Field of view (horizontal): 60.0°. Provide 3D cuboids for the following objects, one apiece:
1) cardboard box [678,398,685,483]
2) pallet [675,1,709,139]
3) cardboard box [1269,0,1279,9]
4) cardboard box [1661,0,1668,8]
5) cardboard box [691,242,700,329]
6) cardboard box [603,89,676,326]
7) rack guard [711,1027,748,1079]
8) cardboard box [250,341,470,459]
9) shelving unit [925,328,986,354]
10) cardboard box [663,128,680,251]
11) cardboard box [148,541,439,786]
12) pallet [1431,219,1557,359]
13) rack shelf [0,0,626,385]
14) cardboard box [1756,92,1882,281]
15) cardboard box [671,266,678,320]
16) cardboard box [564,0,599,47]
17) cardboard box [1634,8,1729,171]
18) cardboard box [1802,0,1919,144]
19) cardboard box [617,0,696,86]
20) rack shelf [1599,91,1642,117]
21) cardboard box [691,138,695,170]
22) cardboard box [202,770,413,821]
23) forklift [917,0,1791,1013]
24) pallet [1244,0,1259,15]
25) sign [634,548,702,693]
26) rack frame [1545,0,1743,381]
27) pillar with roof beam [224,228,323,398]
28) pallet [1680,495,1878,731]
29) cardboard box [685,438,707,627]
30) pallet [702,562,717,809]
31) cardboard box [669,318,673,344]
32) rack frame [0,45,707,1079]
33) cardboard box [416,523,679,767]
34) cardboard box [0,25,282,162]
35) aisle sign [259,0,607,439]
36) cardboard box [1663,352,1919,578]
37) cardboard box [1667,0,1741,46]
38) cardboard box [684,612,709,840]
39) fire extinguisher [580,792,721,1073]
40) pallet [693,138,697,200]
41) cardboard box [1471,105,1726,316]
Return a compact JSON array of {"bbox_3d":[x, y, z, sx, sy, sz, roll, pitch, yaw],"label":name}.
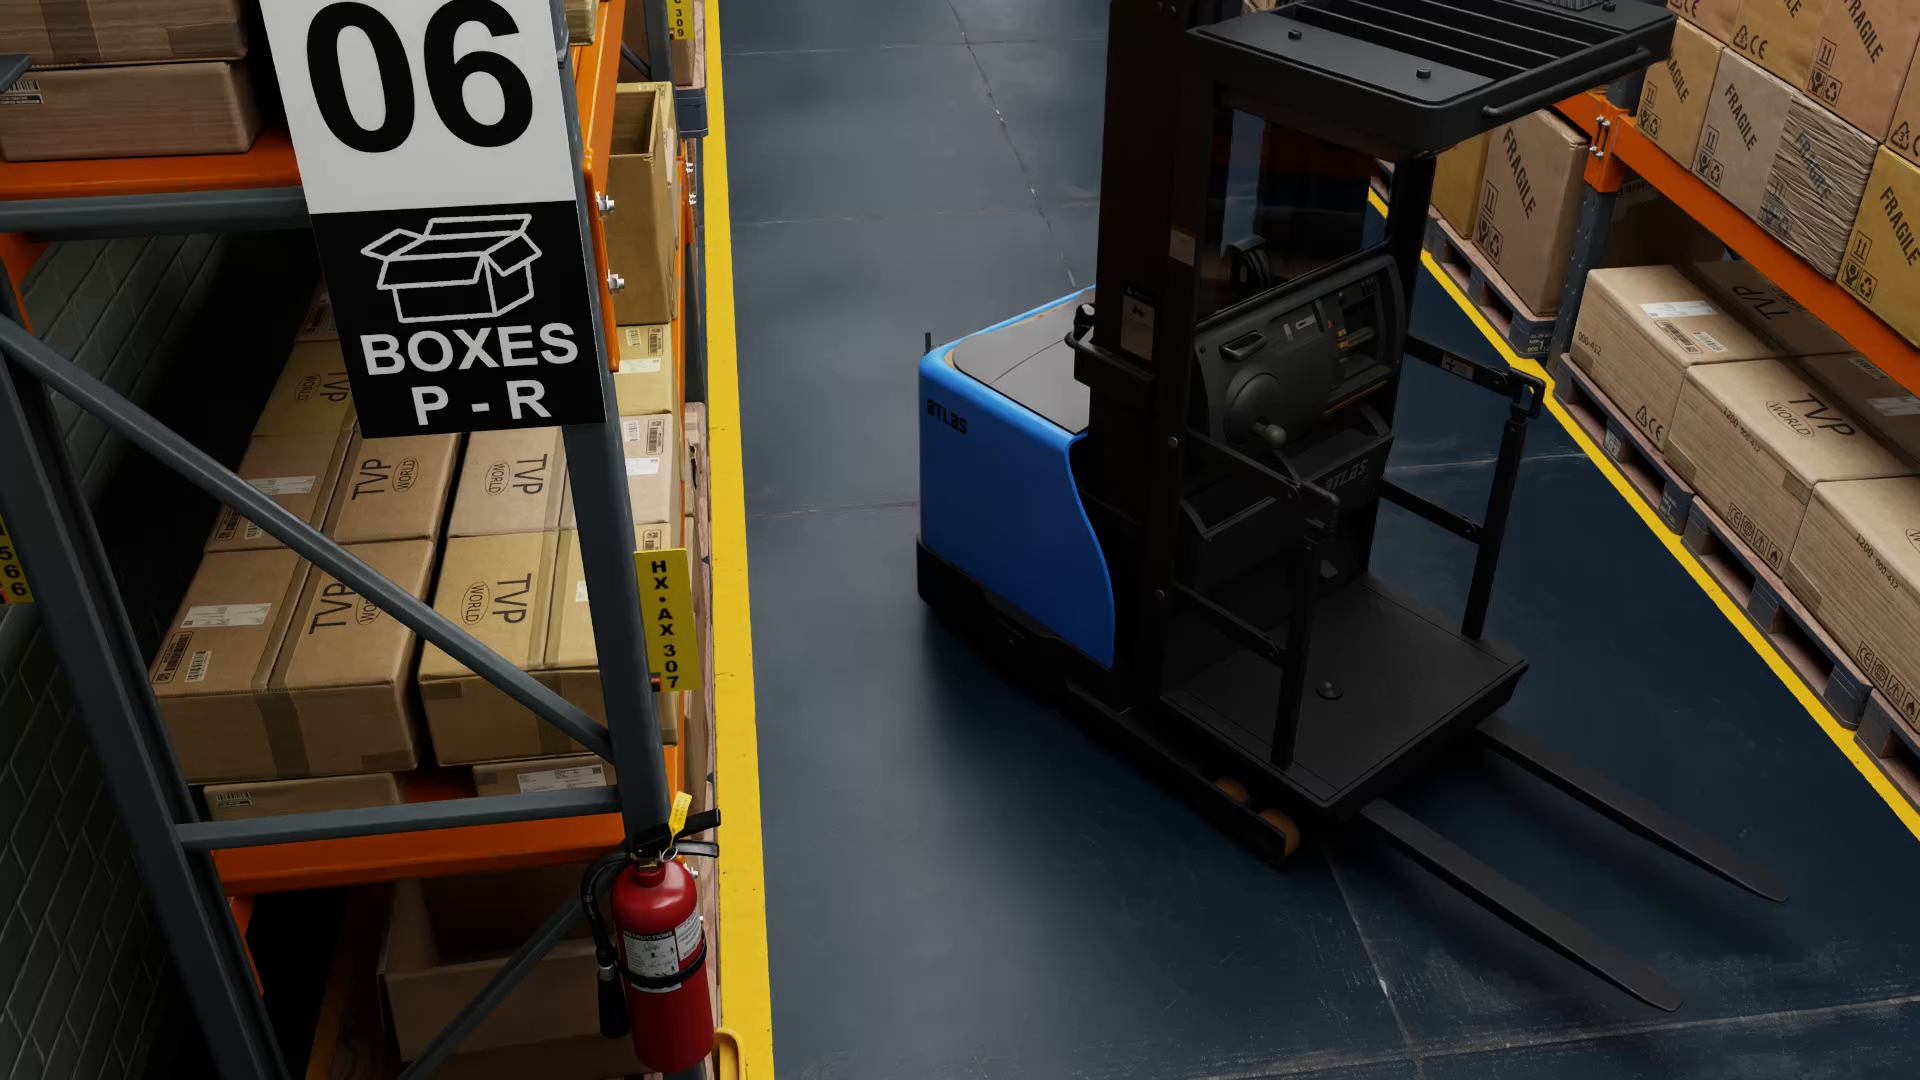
[{"bbox_3d":[-0.979,-0.271,4.707,0.380,0.149,0.250,-5,35,-8],"label":"cardboard box"},{"bbox_3d":[-1.620,-2.054,7.272,1.003,0.211,1.213,-4,35,-6],"label":"pallet"},{"bbox_3d":[2.694,-3.693,11.467,0.950,0.372,0.625,-7,35,-10],"label":"cardboard box"},{"bbox_3d":[2.998,-2.430,7.341,0.500,0.250,0.500,-4,35,-6],"label":"cardboard box"},{"bbox_3d":[-1.462,-1.107,7.558,0.500,0.500,0.500,-3,34,-4],"label":"cardboard box"},{"bbox_3d":[-1.078,-0.929,4.653,0.500,0.500,0.500,-4,34,-5],"label":"cardboard box"},{"bbox_3d":[-1.093,1.543,4.042,1.175,0.500,0.348,-4,35,-6],"label":"rack guard"},{"bbox_3d":[-1.537,-0.310,4.410,0.500,0.250,0.500,-3,34,-5],"label":"cardboard box"},{"bbox_3d":[0.001,-0.367,6.490,0.258,0.900,0.210,-4,35,-6],"label":"shelving unit"},{"bbox_3d":[-1.228,-1.196,5.711,0.500,0.250,0.500,-4,35,-6],"label":"cardboard box"},{"bbox_3d":[-1.407,0.255,3.581,0.500,0.250,0.500,-3,34,-5],"label":"cardboard box"},{"bbox_3d":[3.119,-1.330,8.514,1.003,0.211,1.213,-4,35,-6],"label":"pallet"},{"bbox_3d":[-1.351,-1.506,4.271,1.077,0.370,4.000,-4,35,-6],"label":"rack shelf"},{"bbox_3d":[3.226,-1.258,5.844,0.500,0.500,0.500,-4,34,-6],"label":"cardboard box"},{"bbox_3d":[-1.141,-0.841,5.544,0.380,0.149,0.250,-5,35,-7],"label":"cardboard box"},{"bbox_3d":[-0.871,-1.016,2.783,0.500,0.250,0.500,-5,35,-7],"label":"cardboard box"},{"bbox_3d":[3.101,-1.817,6.664,0.500,0.500,0.500,-3,34,-5],"label":"cardboard box"},{"bbox_3d":[3.241,-1.659,5.544,0.500,0.500,0.500,-4,34,-5],"label":"cardboard box"},{"bbox_3d":[-1.464,-2.181,6.826,0.700,0.500,0.500,-4,34,-5],"label":"cardboard box"},{"bbox_3d":[3.029,-2.957,8.891,0.919,0.124,3.809,-4,35,-6],"label":"rack shelf"},{"bbox_3d":[-1.758,-2.261,9.251,0.500,0.500,0.500,-3,34,-4],"label":"cardboard box"},{"bbox_3d":[-1.393,0.492,3.588,0.380,0.149,0.250,-5,35,-7],"label":"cardboard box"},{"bbox_3d":[1.182,-0.520,4.910,1.130,2.935,3.031,-26,42,-33],"label":"forklift"},{"bbox_3d":[2.656,-3.574,11.806,1.003,0.211,1.213,-4,35,-6],"label":"pallet"},{"bbox_3d":[-0.545,0.154,3.092,0.100,0.325,0.005,-4,35,-6],"label":"sign"},{"bbox_3d":[3.298,-2.058,7.106,1.000,3.000,0.127,-4,35,-6],"label":"rack frame"},{"bbox_3d":[1.846,-4.028,4.670,9.100,9.000,0.400,-4,35,-6],"label":"pillar with roof beam"},{"bbox_3d":[3.490,0.207,6.259,1.003,0.211,1.213,-4,35,-6],"label":"pallet"},{"bbox_3d":[-1.287,0.004,5.927,0.700,0.500,0.500,-6,35,-8],"label":"cardboard box"},{"bbox_3d":[-1.362,0.538,5.773,1.003,0.211,1.213,-4,35,-6],"label":"pallet"},{"bbox_3d":[-1.106,-0.630,4.880,0.500,0.250,0.500,-5,35,-8],"label":"cardboard box"},{"bbox_3d":[-1.082,0.552,3.276,1.000,3.000,0.127,-4,35,-6],"label":"rack frame"},{"bbox_3d":[-0.876,0.218,3.636,0.500,0.250,0.500,-4,34,-6],"label":"cardboard box"},{"bbox_3d":[-1.355,-0.744,2.738,0.380,0.149,0.250,-3,34,-5],"label":"cardboard box"},{"bbox_3d":[-0.782,-0.506,2.520,0.394,0.787,0.004,-4,35,-6],"label":"aisle sign"},{"bbox_3d":[3.397,-0.314,6.450,0.875,0.438,0.875,-5,35,-8],"label":"cardboard box"},{"bbox_3d":[3.122,-2.228,6.379,0.500,0.500,0.500,-4,34,-6],"label":"cardboard box"},{"bbox_3d":[-1.147,0.583,5.077,0.700,0.500,0.500,-3,34,-4],"label":"cardboard box"},{"bbox_3d":[-0.605,0.786,3.333,0.296,0.674,0.183,-4,35,-6],"label":"fire extinguisher"},{"bbox_3d":[-2.095,-2.340,9.996,1.003,0.211,1.213,-4,35,-6],"label":"pallet"},{"bbox_3d":[3.135,-1.693,8.085,0.875,0.875,0.875,-3,34,-5],"label":"cardboard box"}]
